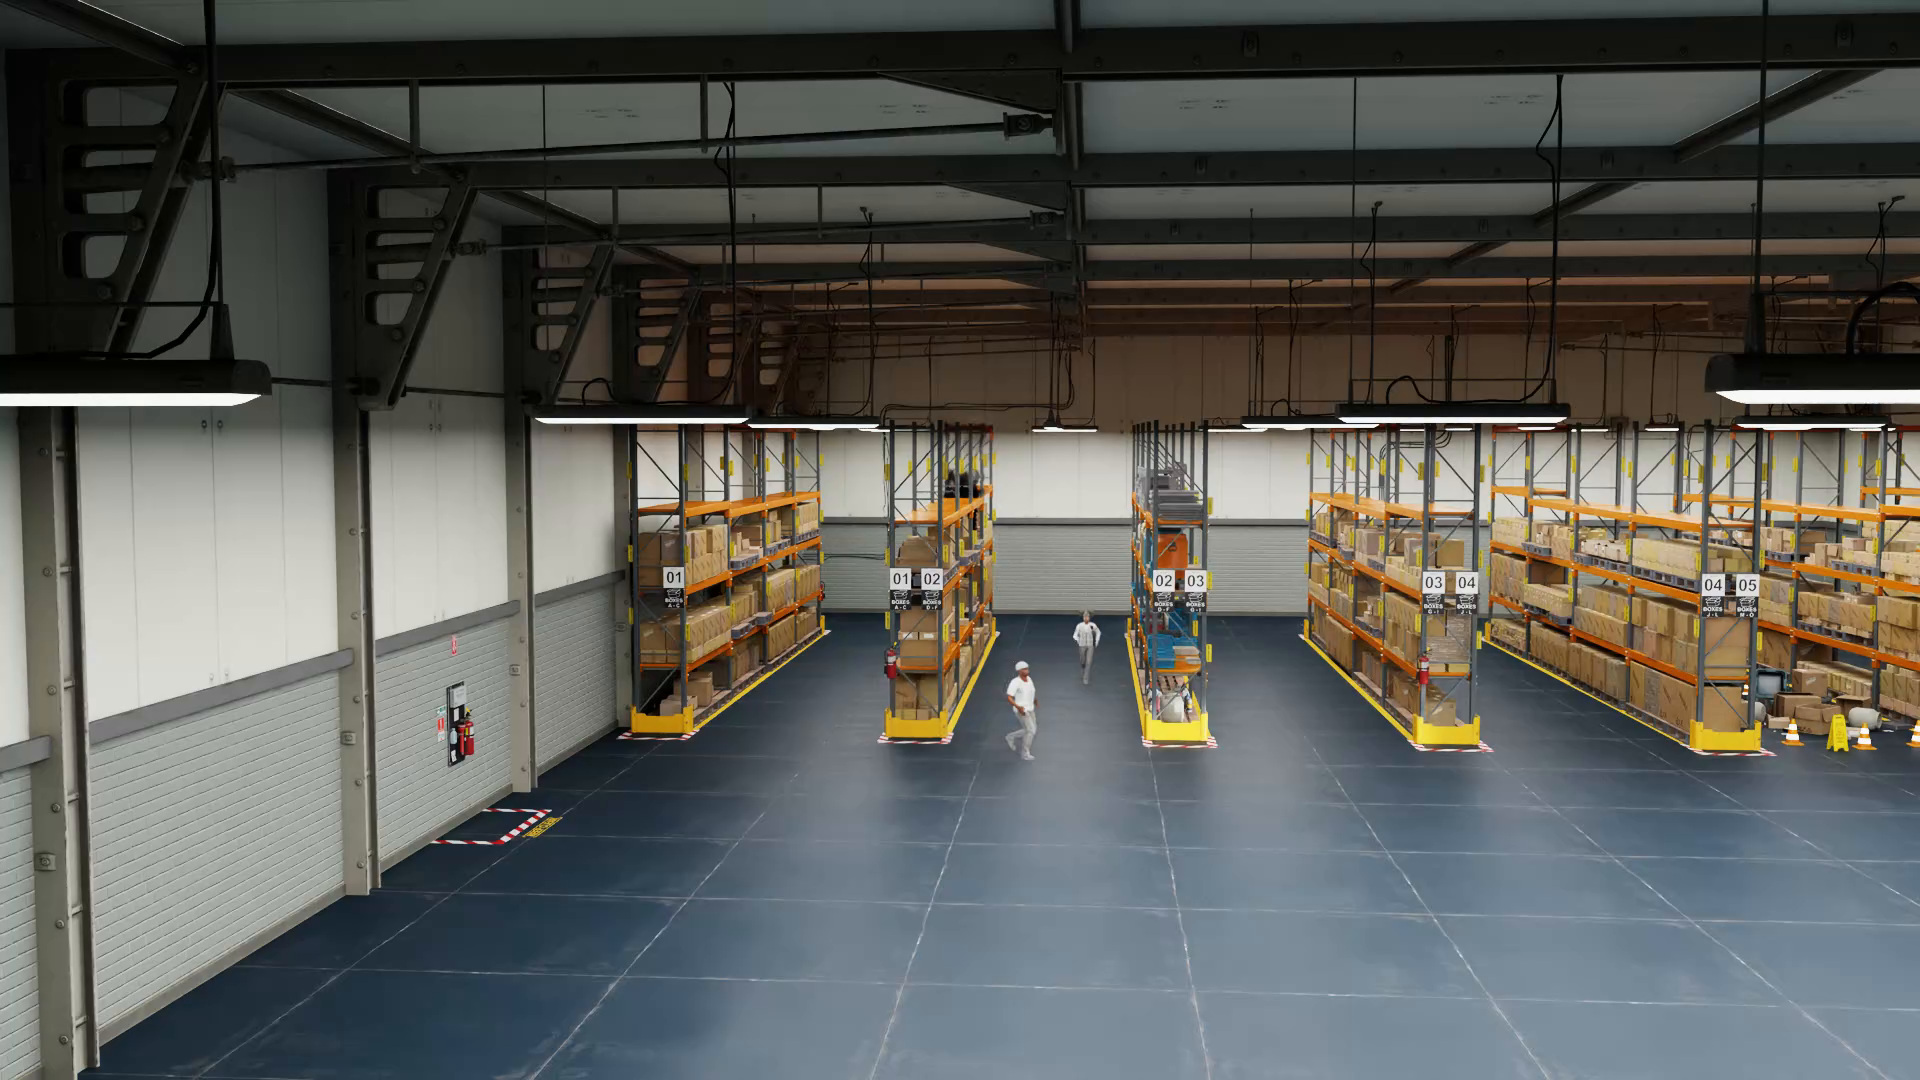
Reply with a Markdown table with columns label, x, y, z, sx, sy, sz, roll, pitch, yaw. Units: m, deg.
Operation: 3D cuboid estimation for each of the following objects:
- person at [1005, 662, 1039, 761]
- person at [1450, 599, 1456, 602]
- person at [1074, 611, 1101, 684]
| label | x | y | z | sx | sy | sz | roll | pitch | yaw |
| --- | --- | --- | --- | --- | --- | --- | --- | --- | --- |
| person | 1.080 | 3.004 | 29.382 | 0.640 | 1.736 | 0.694 | 2 | 4 | 31 |
| person | 14.282 | 1.914 | 47.339 | 0.612 | 1.700 | 0.799 | -2 | 4 | -24 |
| person | 2.943 | 2.461 | 38.469 | 0.632 | 1.661 | 0.846 | 0 | 4 | 6 |
